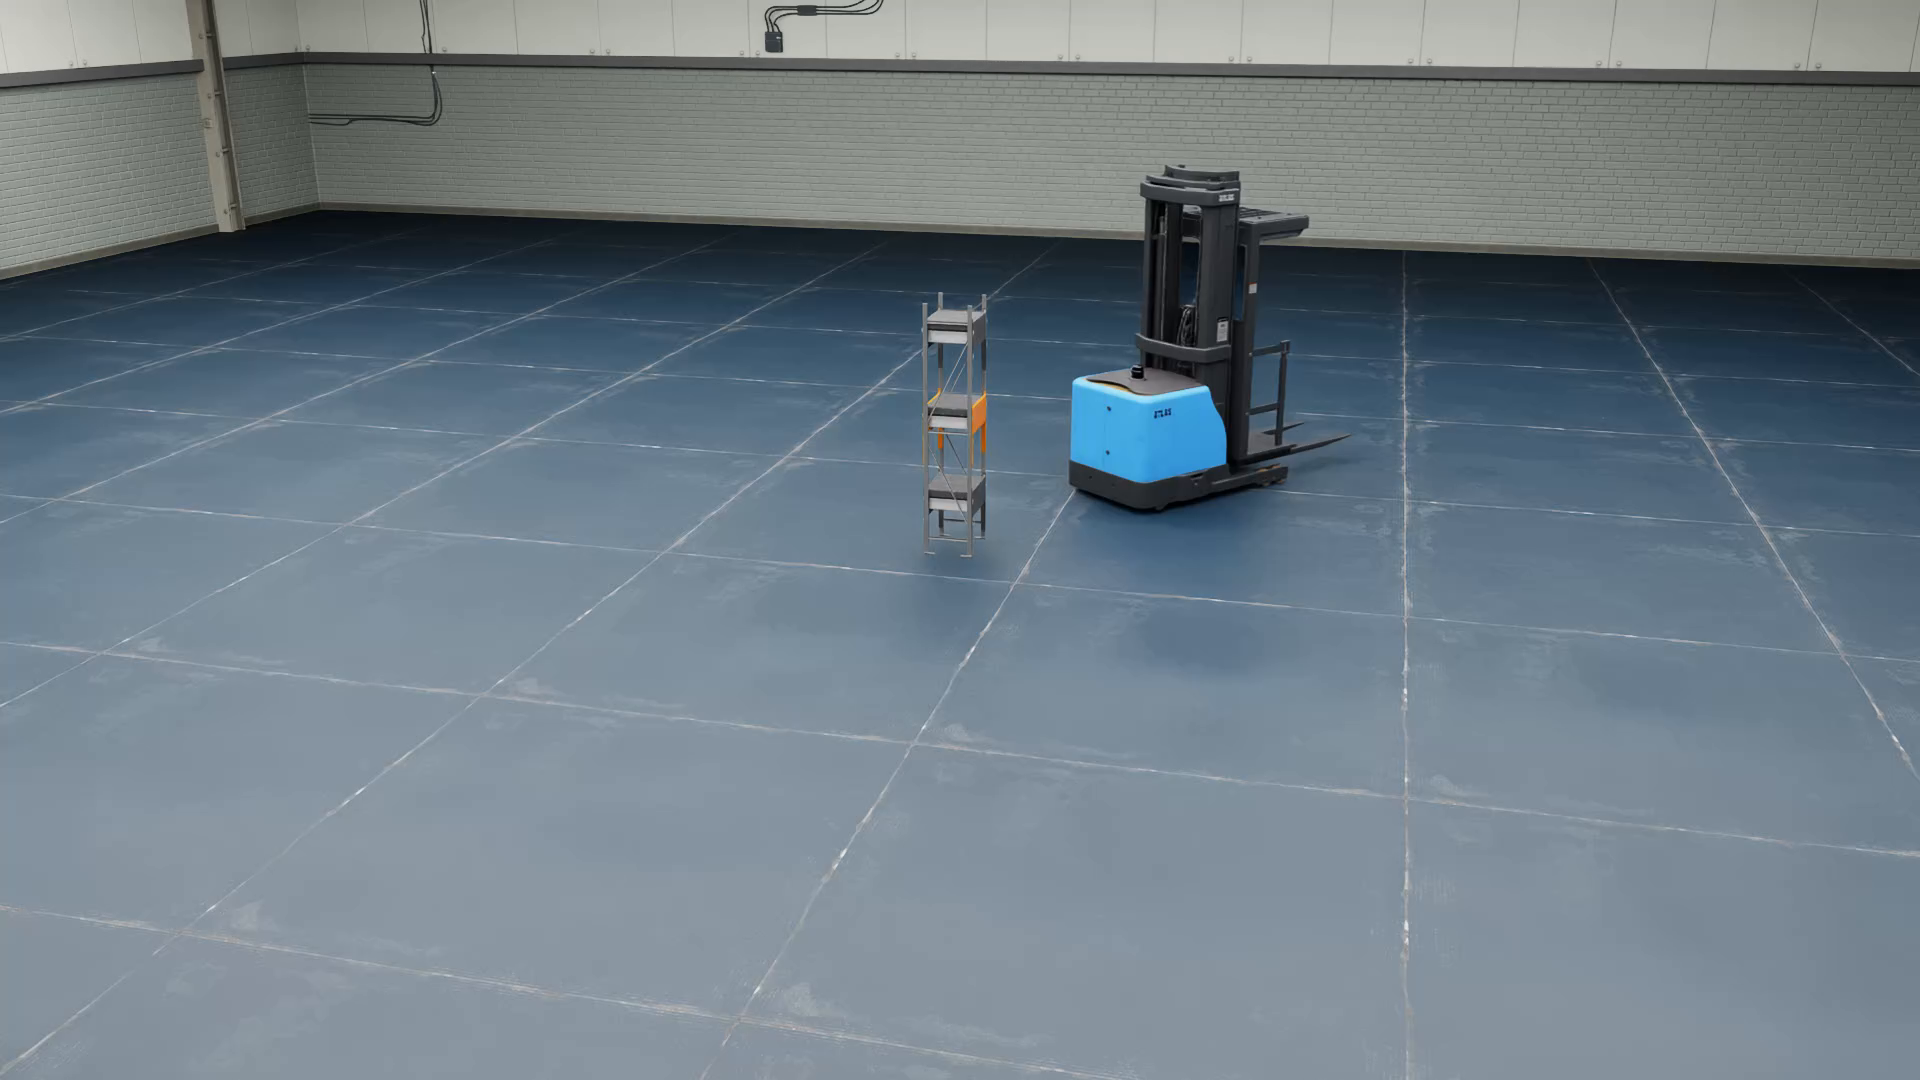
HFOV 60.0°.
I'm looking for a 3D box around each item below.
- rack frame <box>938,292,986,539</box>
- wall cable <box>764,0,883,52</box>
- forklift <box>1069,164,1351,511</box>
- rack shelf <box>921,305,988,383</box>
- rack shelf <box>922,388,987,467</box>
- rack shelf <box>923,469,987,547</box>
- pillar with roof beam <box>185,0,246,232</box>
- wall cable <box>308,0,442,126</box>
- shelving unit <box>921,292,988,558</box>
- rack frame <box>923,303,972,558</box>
[{"bbox_3d":[0.019,-1.018,13.920,0.400,2.100,0.015,5,19,13],"label":"rack frame"},{"bbox_3d":[-2.452,-11.740,29.374,2.305,6.003,0.169,5,19,13],"label":"wall cable"},{"bbox_3d":[2.491,-2.013,15.546,3.031,2.935,1.130,-14,23,-35],"label":"forklift"},{"bbox_3d":[-0.040,-1.591,13.474,0.431,0.518,0.480,5,19,13],"label":"rack shelf"},{"bbox_3d":[-0.040,-0.929,13.701,0.431,0.518,0.480,5,19,13],"label":"rack shelf"},{"bbox_3d":[-0.040,-0.266,13.927,0.431,0.518,0.480,5,19,13],"label":"rack shelf"},{"bbox_3d":[-9.481,-9.726,28.741,9.100,9.000,0.400,5,19,13],"label":"pillar with roof beam"},{"bbox_3d":[-11.654,-9.416,32.636,3.097,2.526,0.112,5,19,13],"label":"wall cable"},{"bbox_3d":[-0.040,-0.942,13.696,0.431,2.100,0.503,5,19,13],"label":"shelving unit"},{"bbox_3d":[-0.100,-0.865,13.472,0.400,2.100,0.015,5,19,13],"label":"rack frame"}]
